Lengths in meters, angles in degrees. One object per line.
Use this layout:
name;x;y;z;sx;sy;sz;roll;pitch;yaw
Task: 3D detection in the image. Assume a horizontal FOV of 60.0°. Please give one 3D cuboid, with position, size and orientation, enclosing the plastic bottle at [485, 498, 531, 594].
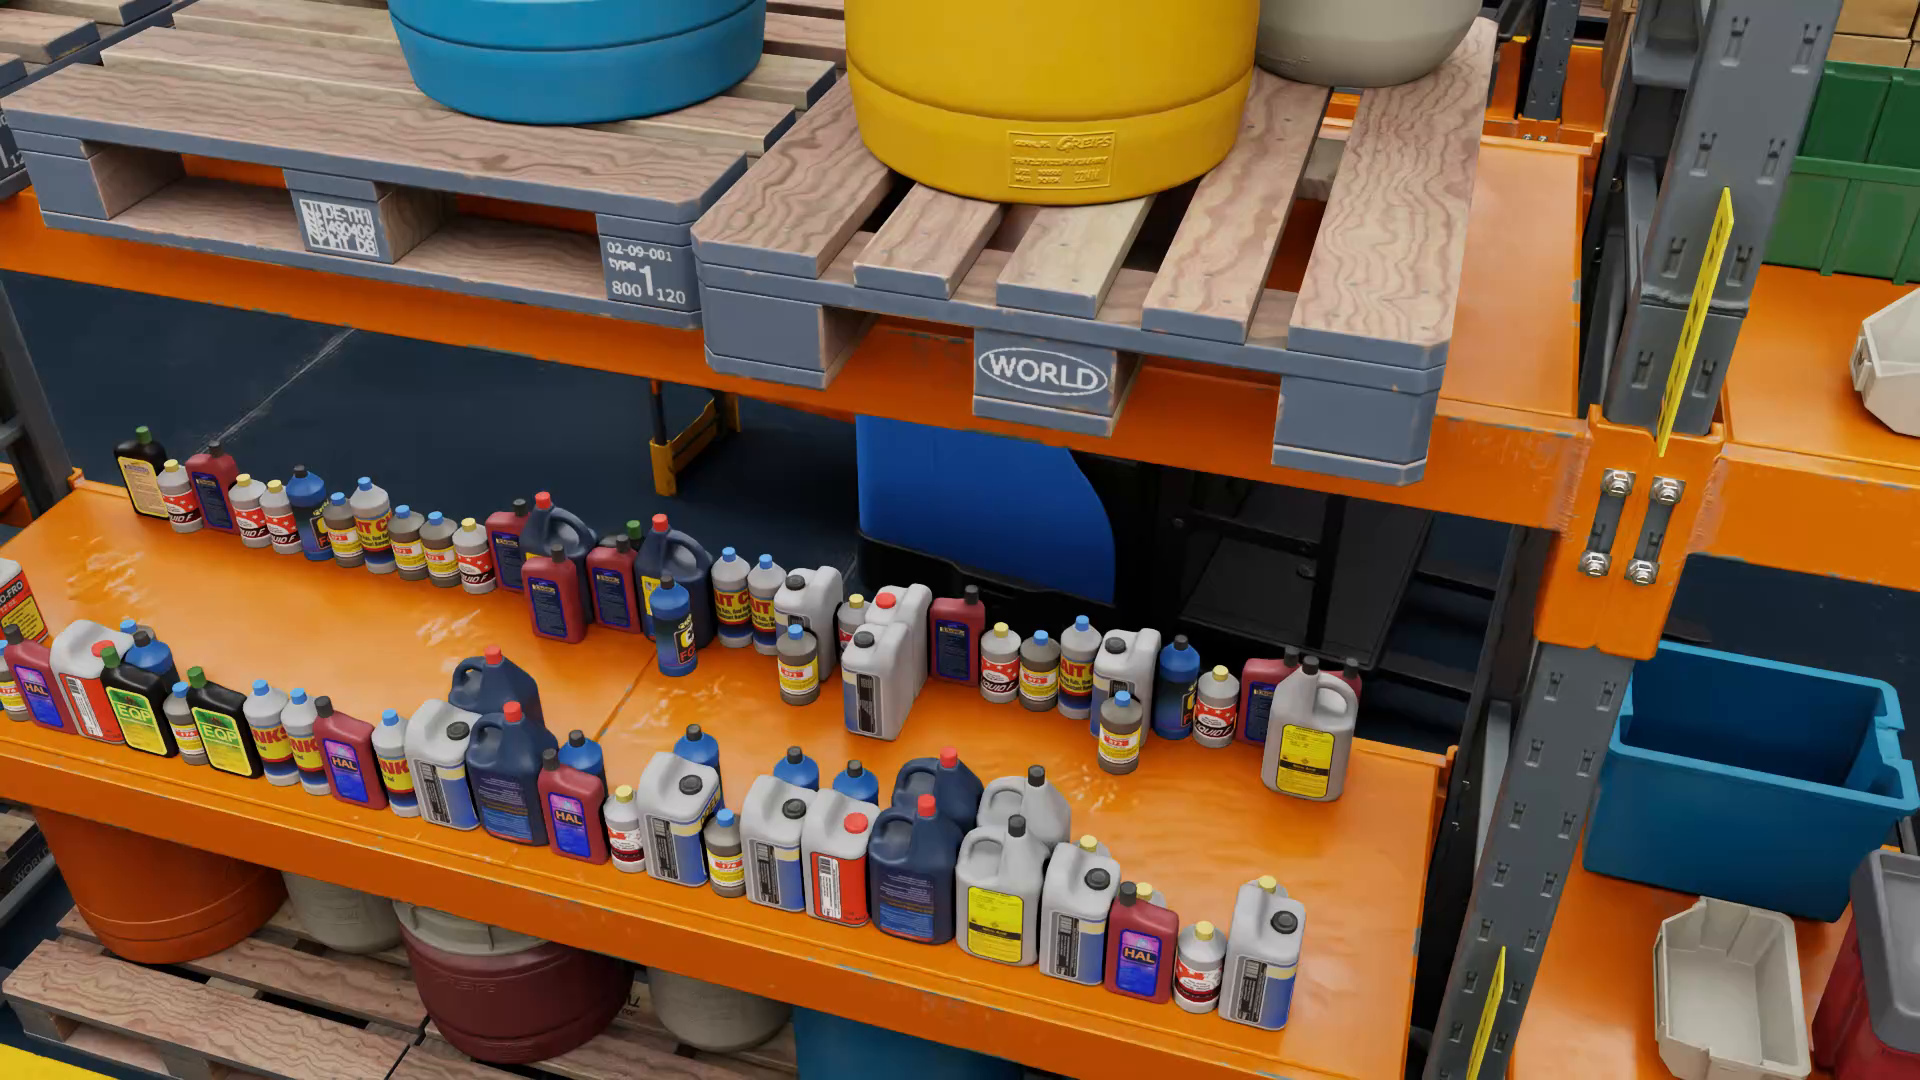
plastic bottle;-1.150;0.011;4.303;0.133;0.283;0.061;10;38;14

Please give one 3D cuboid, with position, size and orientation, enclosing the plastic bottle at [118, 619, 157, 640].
plastic bottle;-1.977;0.279;4.007;0.097;0.201;0.097;0;36;0

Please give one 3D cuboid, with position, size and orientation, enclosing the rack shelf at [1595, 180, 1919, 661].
rack shelf;2.972;0.074;2.195;4.000;0.370;1.077;10;38;14

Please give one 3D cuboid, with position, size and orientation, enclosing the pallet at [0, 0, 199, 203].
pallet;-2.054;-1.009;3.220;1.213;0.211;1.003;10;38;14

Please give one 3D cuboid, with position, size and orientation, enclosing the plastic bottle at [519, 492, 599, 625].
plastic bottle;-1.011;0.036;4.212;0.185;0.351;0.144;10;38;14

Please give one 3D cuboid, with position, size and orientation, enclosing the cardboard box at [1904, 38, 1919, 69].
cardboard box;3.916;-1.780;6.554;0.500;0.500;0.500;10;38;14

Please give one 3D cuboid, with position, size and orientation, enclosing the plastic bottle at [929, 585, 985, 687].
plastic bottle;-0.007;0.223;4.015;0.133;0.283;0.061;10;38;14

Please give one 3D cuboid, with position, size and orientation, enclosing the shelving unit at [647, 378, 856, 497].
shelving unit;-0.679;-0.827;6.608;1.083;1.500;0.587;15;39;20

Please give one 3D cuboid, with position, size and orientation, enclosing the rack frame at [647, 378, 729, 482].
rack frame;-1.149;-0.955;6.782;0.032;1.500;0.500;15;39;20

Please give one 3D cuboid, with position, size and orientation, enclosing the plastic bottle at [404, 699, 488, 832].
plastic bottle;-1.114;0.487;3.663;0.135;0.276;0.152;10;38;14

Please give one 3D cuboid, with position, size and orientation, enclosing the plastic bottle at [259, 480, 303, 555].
plastic bottle;-1.823;-0.069;4.481;0.097;0.201;0.097;0;36;0

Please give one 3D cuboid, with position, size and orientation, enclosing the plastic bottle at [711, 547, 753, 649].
plastic bottle;-0.565;0.136;4.144;0.097;0.271;0.097;0;36;0

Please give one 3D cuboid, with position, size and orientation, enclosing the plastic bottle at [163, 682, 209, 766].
plastic bottle;-1.767;0.413;3.826;0.097;0.201;0.097;0;36;0

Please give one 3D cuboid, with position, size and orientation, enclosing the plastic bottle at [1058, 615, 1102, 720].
plastic bottle;0.283;0.293;3.930;0.097;0.271;0.097;0;36;0

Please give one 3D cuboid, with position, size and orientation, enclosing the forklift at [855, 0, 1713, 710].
forklift;1.167;-0.864;5.451;3.031;2.935;1.130;15;39;20

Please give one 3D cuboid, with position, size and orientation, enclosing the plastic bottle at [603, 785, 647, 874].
plastic bottle;-0.708;0.609;3.560;0.097;0.201;0.097;0;36;0

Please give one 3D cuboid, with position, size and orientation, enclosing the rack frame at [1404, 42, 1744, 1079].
rack frame;1.063;0.639;3.351;0.127;3.000;1.000;10;38;14

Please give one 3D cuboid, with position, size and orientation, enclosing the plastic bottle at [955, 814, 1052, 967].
plastic bottle;0.088;0.682;3.335;0.185;0.351;0.144;10;38;14

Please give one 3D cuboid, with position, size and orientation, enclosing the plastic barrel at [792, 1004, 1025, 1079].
plastic barrel;-0.127;1.084;4.162;0.708;0.901;0.600;10;38;14

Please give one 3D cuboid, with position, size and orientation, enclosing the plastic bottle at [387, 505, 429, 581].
plastic bottle;-1.452;0.000;4.387;0.097;0.201;0.097;0;36;0

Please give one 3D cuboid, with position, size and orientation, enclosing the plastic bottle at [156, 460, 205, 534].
plastic bottle;-2.137;-0.127;4.560;0.097;0.201;0.097;0;36;0

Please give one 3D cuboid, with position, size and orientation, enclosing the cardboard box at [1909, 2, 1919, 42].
cardboard box;3.893;-2.181;6.255;0.500;0.500;0.500;9;37;13

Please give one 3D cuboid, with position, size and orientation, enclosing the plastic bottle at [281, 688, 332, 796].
plastic bottle;-1.453;0.443;3.727;0.097;0.271;0.097;0;36;0

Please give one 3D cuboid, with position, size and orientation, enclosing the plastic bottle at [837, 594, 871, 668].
plastic bottle;-0.251;0.222;4.085;0.097;0.201;0.097;0;36;0

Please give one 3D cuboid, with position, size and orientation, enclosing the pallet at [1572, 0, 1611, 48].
pallet;4.720;-3.665;11.551;1.213;0.211;1.003;10;38;14

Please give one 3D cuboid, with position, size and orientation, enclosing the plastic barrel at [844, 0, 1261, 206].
plastic barrel;0.132;-0.860;2.345;0.600;0.588;0.600;0;36;0

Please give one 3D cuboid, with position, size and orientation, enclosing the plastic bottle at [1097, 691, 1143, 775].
plastic bottle;0.366;0.431;3.802;0.097;0.201;0.097;0;36;0

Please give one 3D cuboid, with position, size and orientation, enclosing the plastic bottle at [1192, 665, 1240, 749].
plastic bottle;0.598;0.379;3.872;0.097;0.201;0.097;0;36;0

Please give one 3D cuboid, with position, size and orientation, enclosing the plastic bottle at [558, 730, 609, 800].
plastic bottle;-0.817;0.523;3.618;0.097;0.271;0.097;0;36;0

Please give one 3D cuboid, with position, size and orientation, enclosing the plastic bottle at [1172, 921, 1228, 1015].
plastic bottle;0.472;0.827;3.263;0.097;0.201;0.097;0;36;0

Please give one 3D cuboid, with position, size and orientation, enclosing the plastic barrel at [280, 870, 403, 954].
plastic barrel;-1.717;0.891;4.753;0.421;0.512;0.421;0;36;0

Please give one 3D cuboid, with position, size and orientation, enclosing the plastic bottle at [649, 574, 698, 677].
plastic bottle;-0.701;0.200;4.056;0.097;0.271;0.097;0;36;0

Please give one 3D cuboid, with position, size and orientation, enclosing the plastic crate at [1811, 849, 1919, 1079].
plastic crate;1.841;0.889;2.907;0.583;0.464;0.402;10;38;14

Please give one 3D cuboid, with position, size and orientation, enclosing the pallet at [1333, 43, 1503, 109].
pallet;1.814;-2.288;7.491;1.213;0.211;1.003;10;38;14

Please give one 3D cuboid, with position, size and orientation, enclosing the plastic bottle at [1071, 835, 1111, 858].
plastic bottle;0.262;0.694;3.444;0.097;0.201;0.097;0;36;0

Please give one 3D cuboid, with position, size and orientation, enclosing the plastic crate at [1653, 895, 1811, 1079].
plastic crate;1.465;0.884;3.190;0.243;0.136;0.396;10;38;14

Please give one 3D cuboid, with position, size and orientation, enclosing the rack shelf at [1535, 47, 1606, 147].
rack shelf;4.453;-1.520;6.891;4.000;0.370;1.077;10;38;14

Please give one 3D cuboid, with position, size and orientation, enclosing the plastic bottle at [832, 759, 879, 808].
plastic bottle;-0.220;0.577;3.545;0.097;0.271;0.097;0;36;0

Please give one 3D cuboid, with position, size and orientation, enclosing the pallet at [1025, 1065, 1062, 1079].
pallet;0.339;1.602;4.395;1.213;0.211;1.003;10;38;14

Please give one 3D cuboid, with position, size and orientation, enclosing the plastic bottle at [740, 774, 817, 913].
plastic bottle;-0.368;0.625;3.475;0.135;0.276;0.152;10;38;14

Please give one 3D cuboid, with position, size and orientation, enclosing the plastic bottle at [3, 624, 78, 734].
plastic bottle;-2.138;0.322;3.880;0.133;0.283;0.061;10;38;14

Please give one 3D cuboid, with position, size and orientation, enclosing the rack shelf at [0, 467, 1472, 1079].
rack shelf;-0.846;0.575;4.045;4.000;0.370;1.077;10;38;14

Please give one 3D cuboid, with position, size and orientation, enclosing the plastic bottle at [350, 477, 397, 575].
plastic bottle;-1.545;-0.046;4.390;0.097;0.271;0.097;0;36;0

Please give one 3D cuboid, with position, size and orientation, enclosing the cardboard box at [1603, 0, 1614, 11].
cardboard box;4.701;-3.938;11.325;0.500;0.500;0.700;11;38;14
